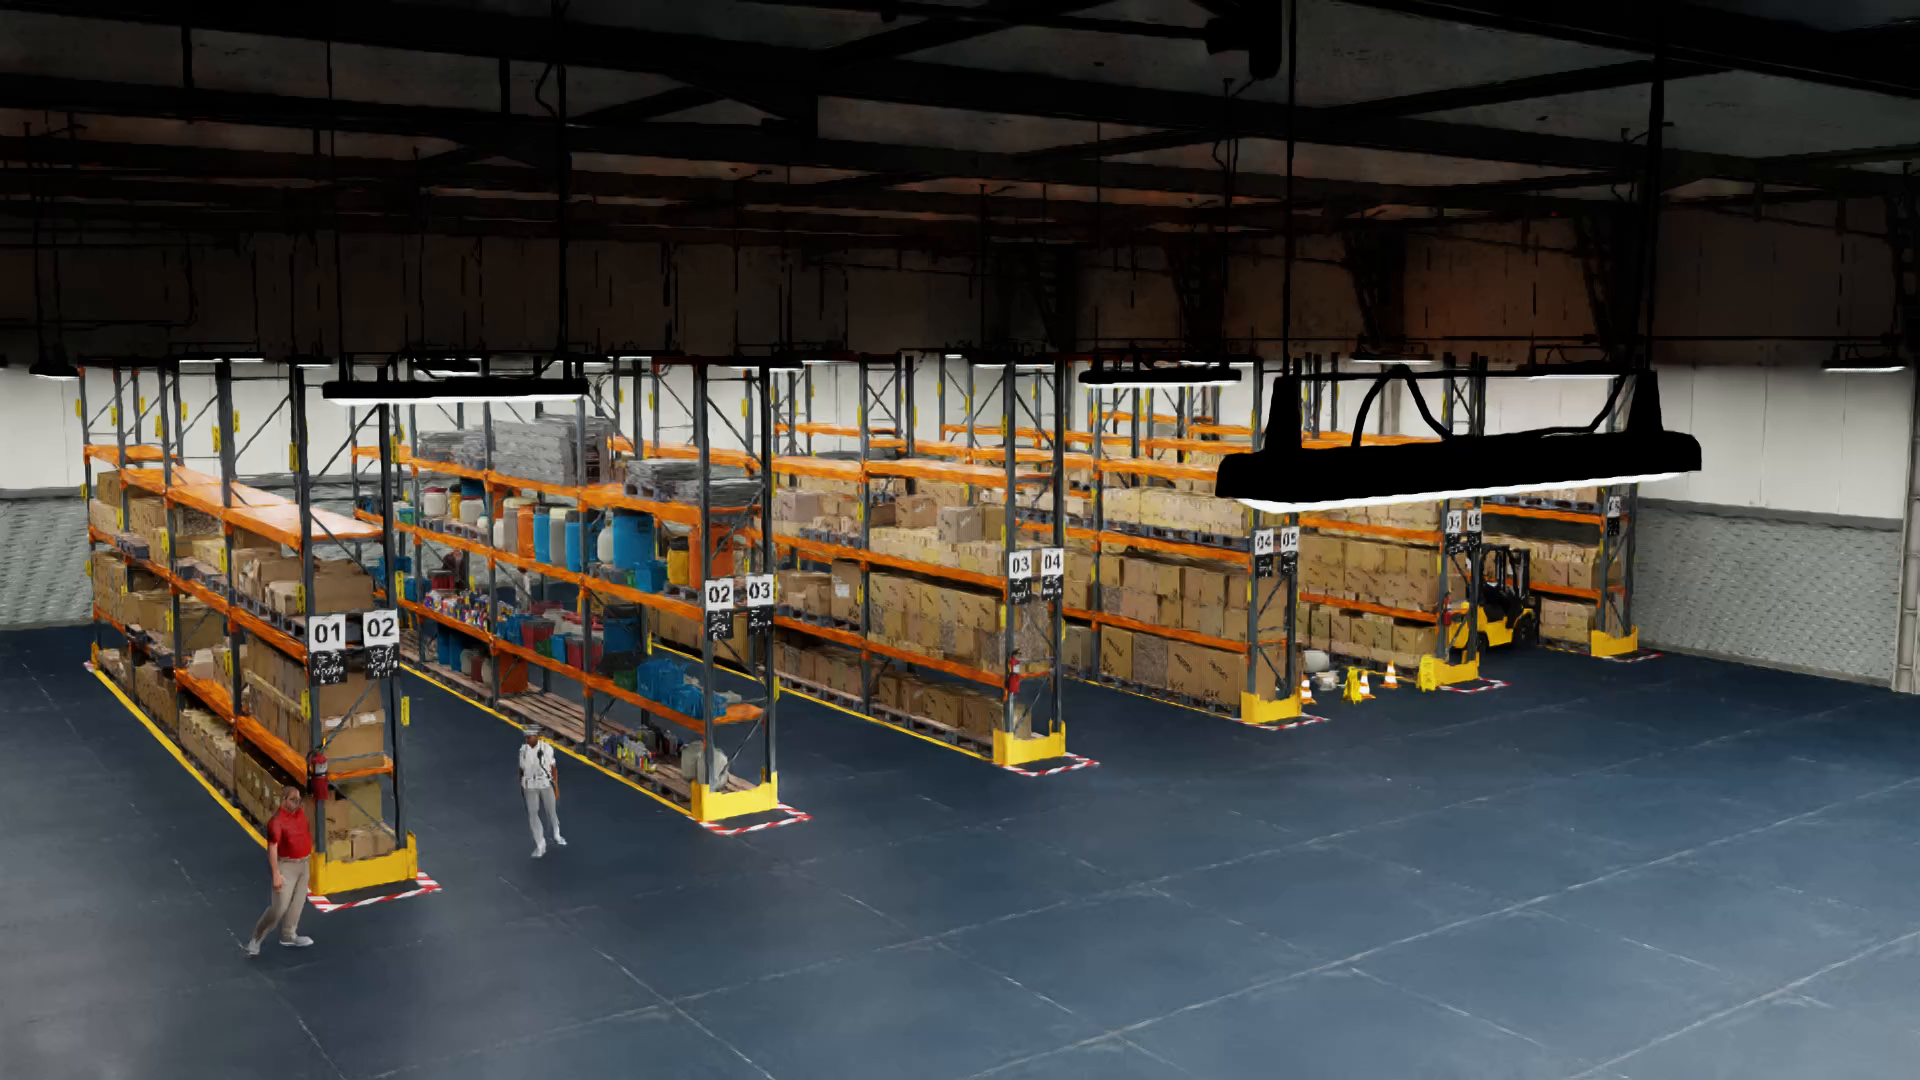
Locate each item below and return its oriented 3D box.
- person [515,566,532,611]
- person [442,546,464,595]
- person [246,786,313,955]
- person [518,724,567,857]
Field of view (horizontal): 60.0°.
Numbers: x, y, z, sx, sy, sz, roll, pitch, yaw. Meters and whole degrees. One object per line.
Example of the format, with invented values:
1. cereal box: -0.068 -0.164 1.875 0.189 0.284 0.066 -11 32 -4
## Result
1. person: -9.243 1.261 35.189 0.535 1.597 0.347 6 9 42
2. person: -11.453 0.885 37.839 0.582 1.700 1.193 -5 9 -37
3. person: -7.030 3.402 17.176 0.543 1.719 0.728 2 7 14
4. person: -5.146 3.036 20.472 0.520 1.663 0.548 0 7 1
